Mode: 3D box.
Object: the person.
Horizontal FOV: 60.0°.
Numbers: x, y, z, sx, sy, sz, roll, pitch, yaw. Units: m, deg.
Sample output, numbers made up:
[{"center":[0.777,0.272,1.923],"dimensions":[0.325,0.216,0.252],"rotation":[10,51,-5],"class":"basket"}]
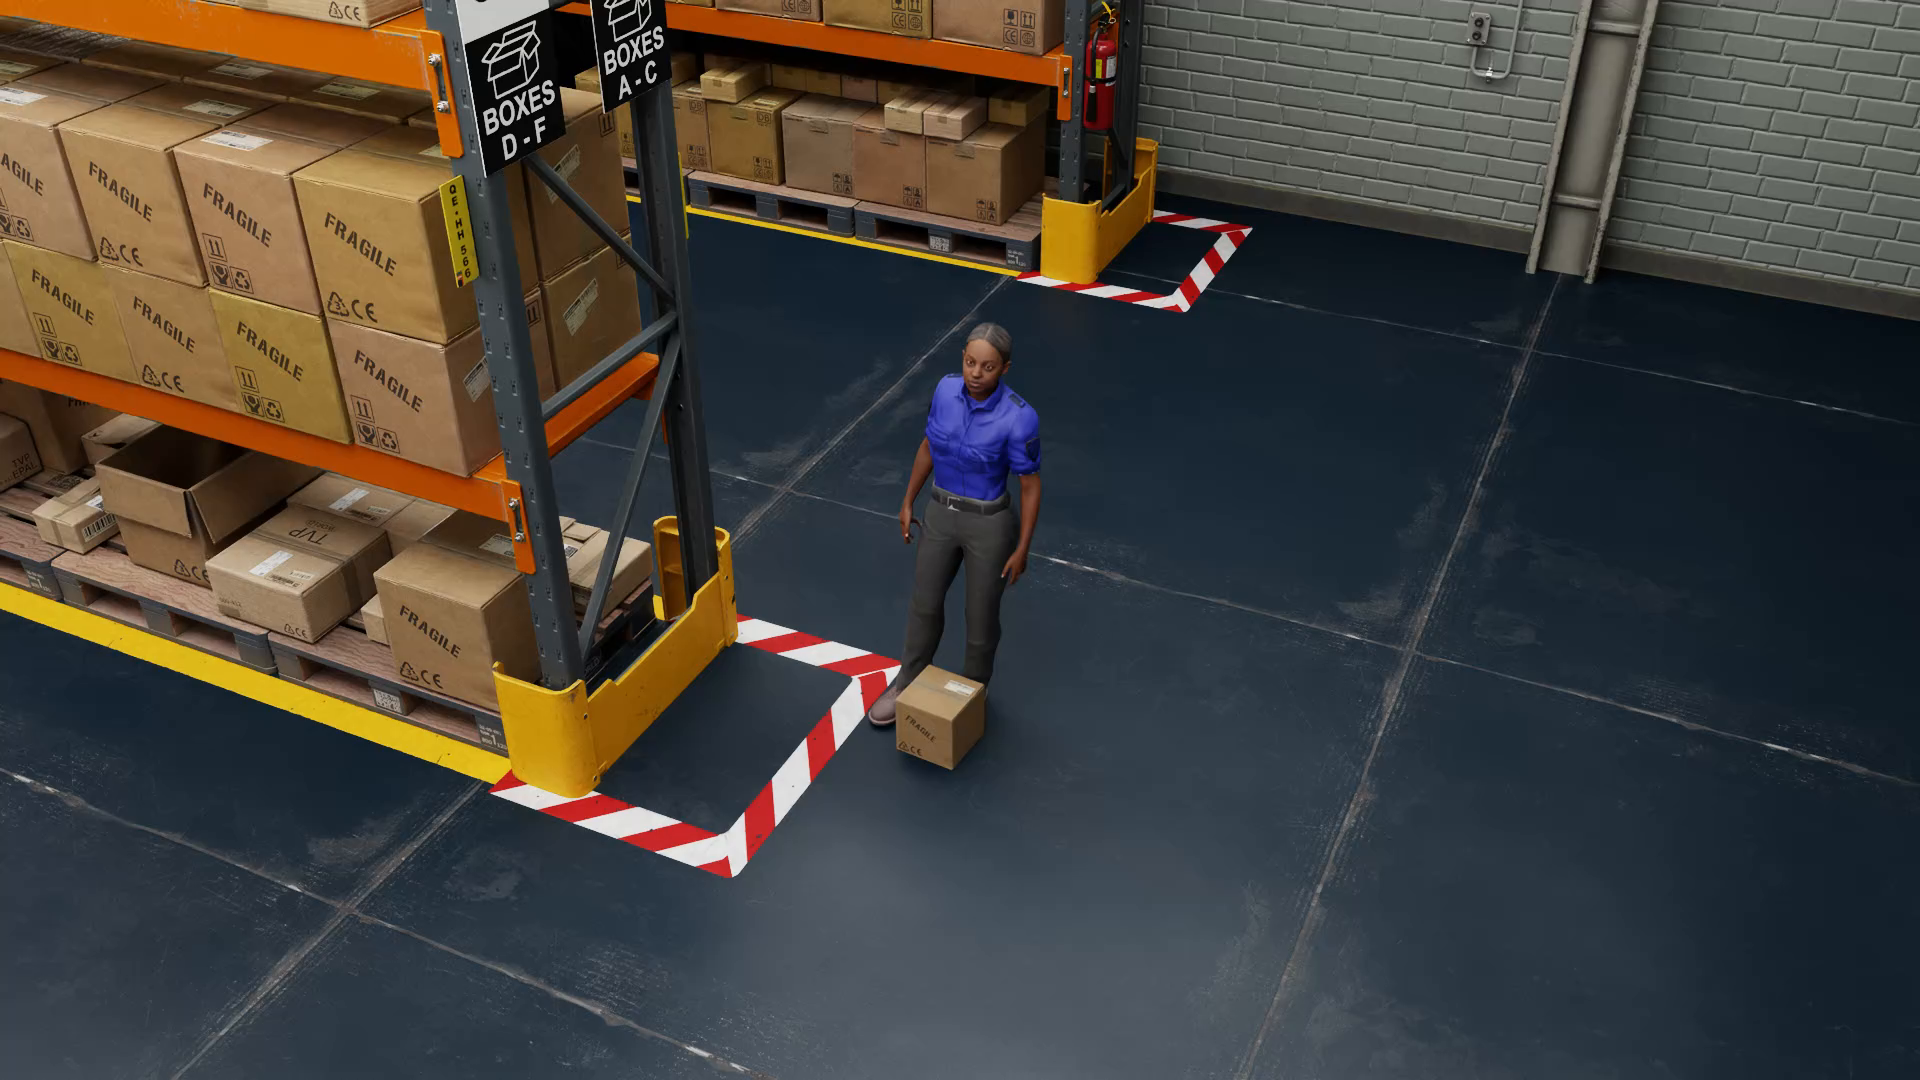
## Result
[{"center":[-0.014,-0.010,6.147],"dimensions":[0.569,1.654,0.504],"rotation":[18,38,25],"class":"person"}]
